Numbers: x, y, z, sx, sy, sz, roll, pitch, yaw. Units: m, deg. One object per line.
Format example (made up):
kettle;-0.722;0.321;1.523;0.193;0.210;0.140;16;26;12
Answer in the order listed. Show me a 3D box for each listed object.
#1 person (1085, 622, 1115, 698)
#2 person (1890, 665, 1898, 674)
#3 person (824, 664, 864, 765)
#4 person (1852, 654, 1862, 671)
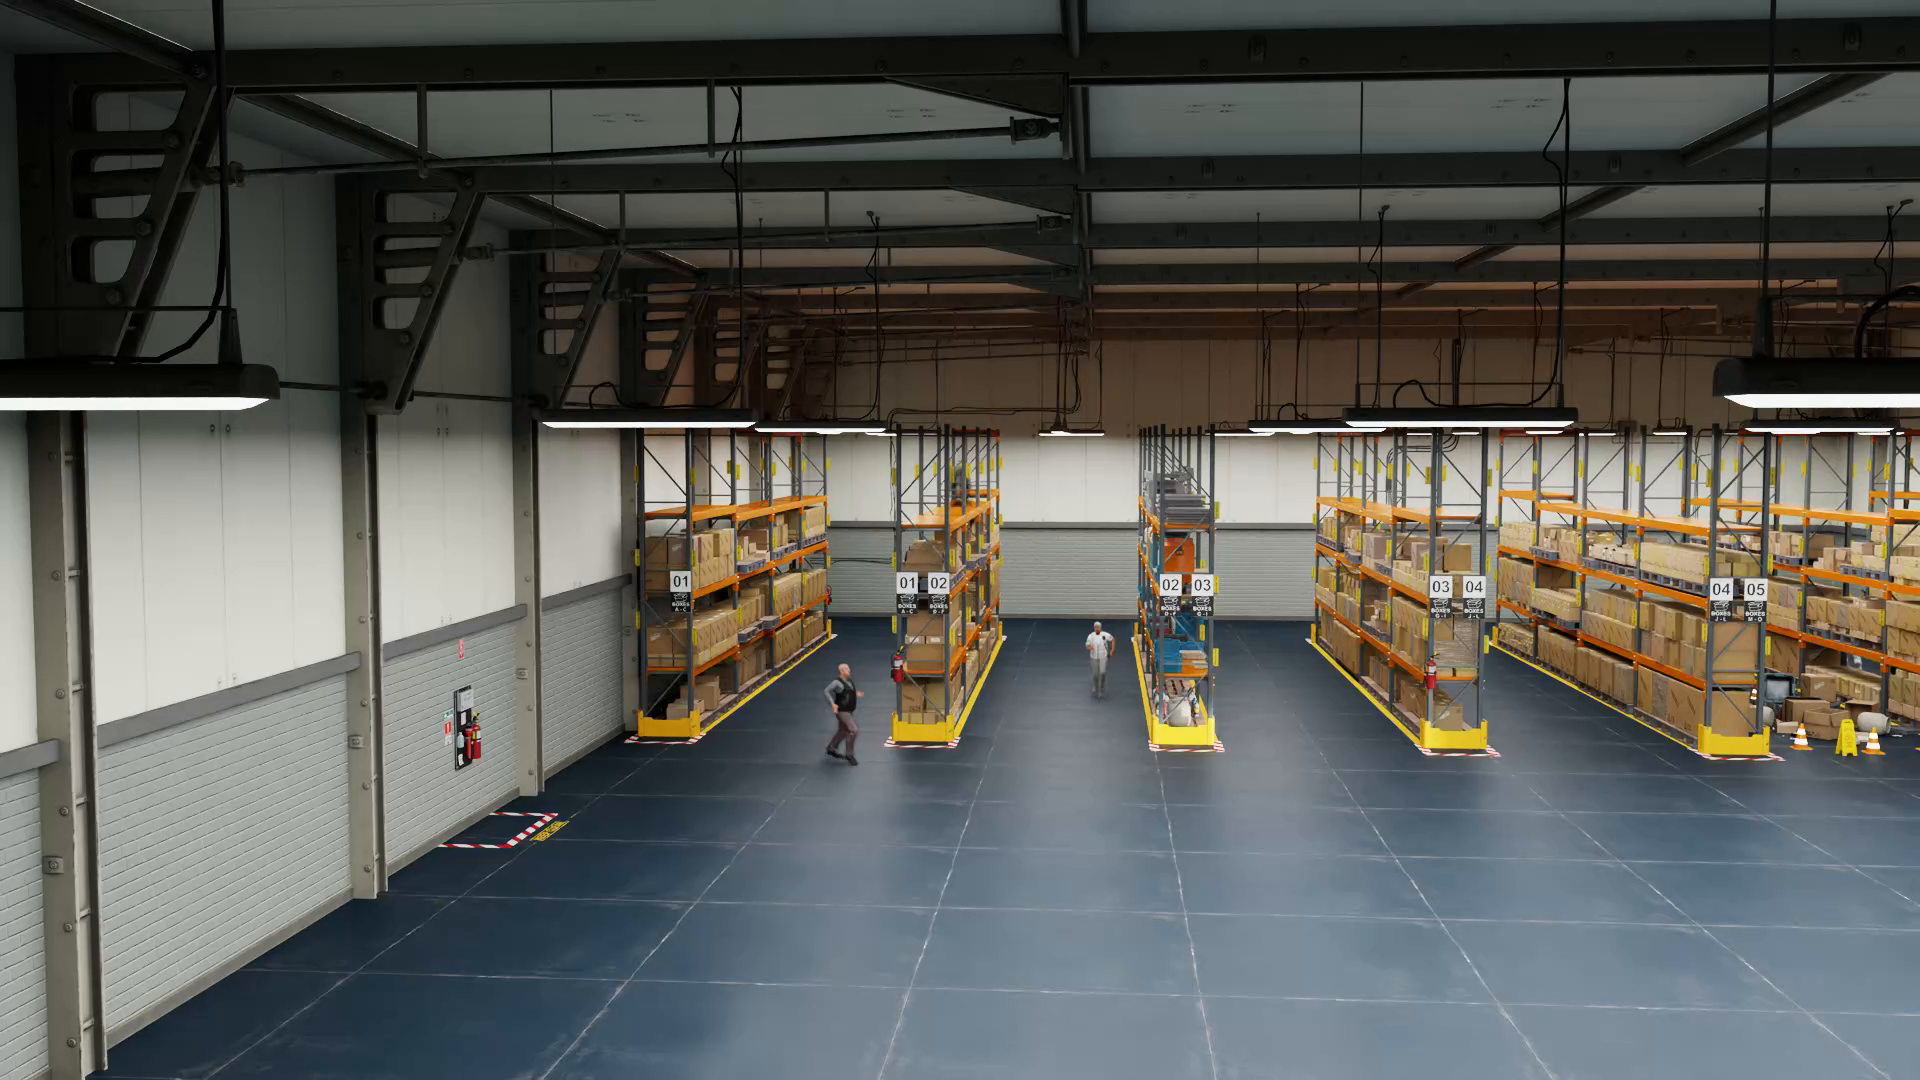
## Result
person;3.105;2.649;36.945;0.615;1.680;0.849;1;4;14
person;21.164;2.606;37.318;0.717;1.774;1.015;0;3;3
person;-2.045;3.078;29.376;0.771;1.783;0.628;1;4;21
person;21.282;2.398;39.766;0.646;1.840;0.886;0;3;2
